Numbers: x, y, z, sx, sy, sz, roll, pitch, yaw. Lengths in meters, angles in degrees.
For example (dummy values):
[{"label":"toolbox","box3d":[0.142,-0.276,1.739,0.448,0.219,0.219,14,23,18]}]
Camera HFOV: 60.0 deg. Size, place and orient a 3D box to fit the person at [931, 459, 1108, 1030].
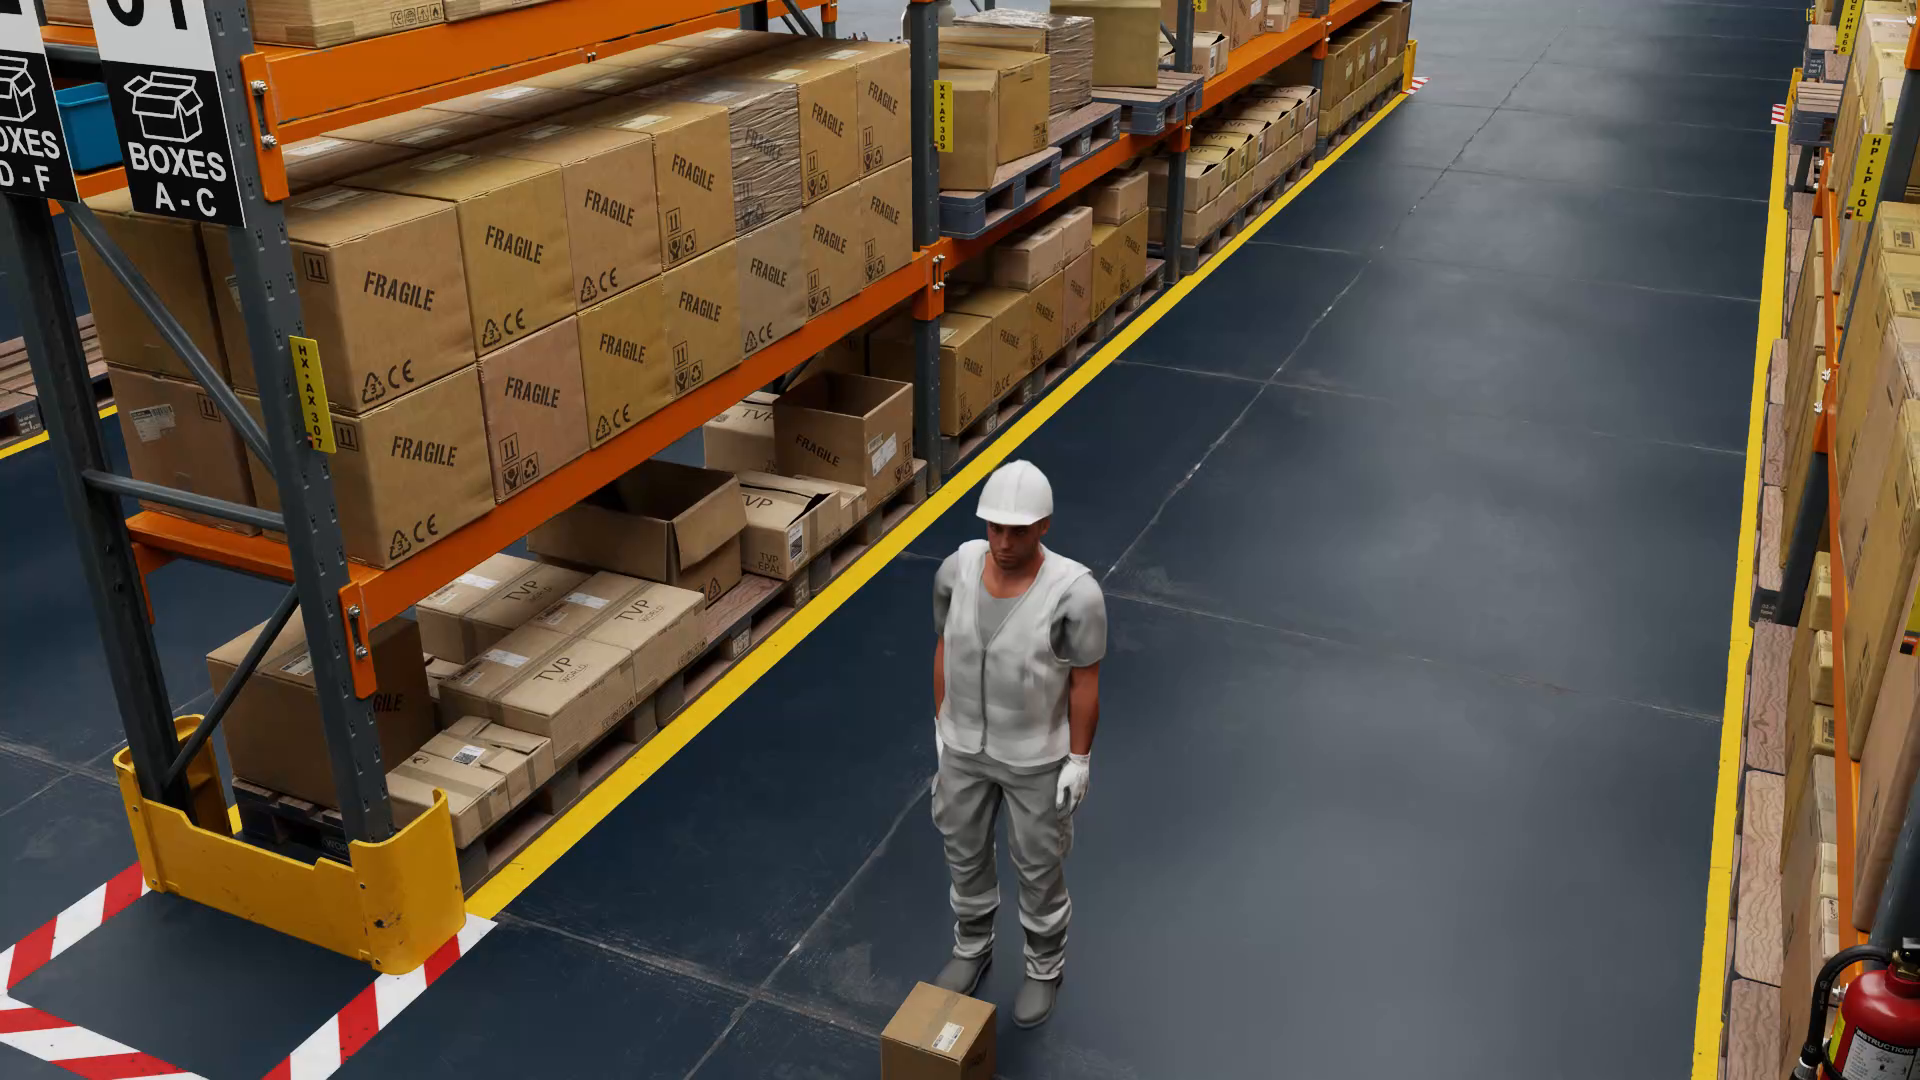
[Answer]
[{"label":"person","box3d":[0.143,0.608,4.844,0.525,1.794,0.345,12,28,23]}]
